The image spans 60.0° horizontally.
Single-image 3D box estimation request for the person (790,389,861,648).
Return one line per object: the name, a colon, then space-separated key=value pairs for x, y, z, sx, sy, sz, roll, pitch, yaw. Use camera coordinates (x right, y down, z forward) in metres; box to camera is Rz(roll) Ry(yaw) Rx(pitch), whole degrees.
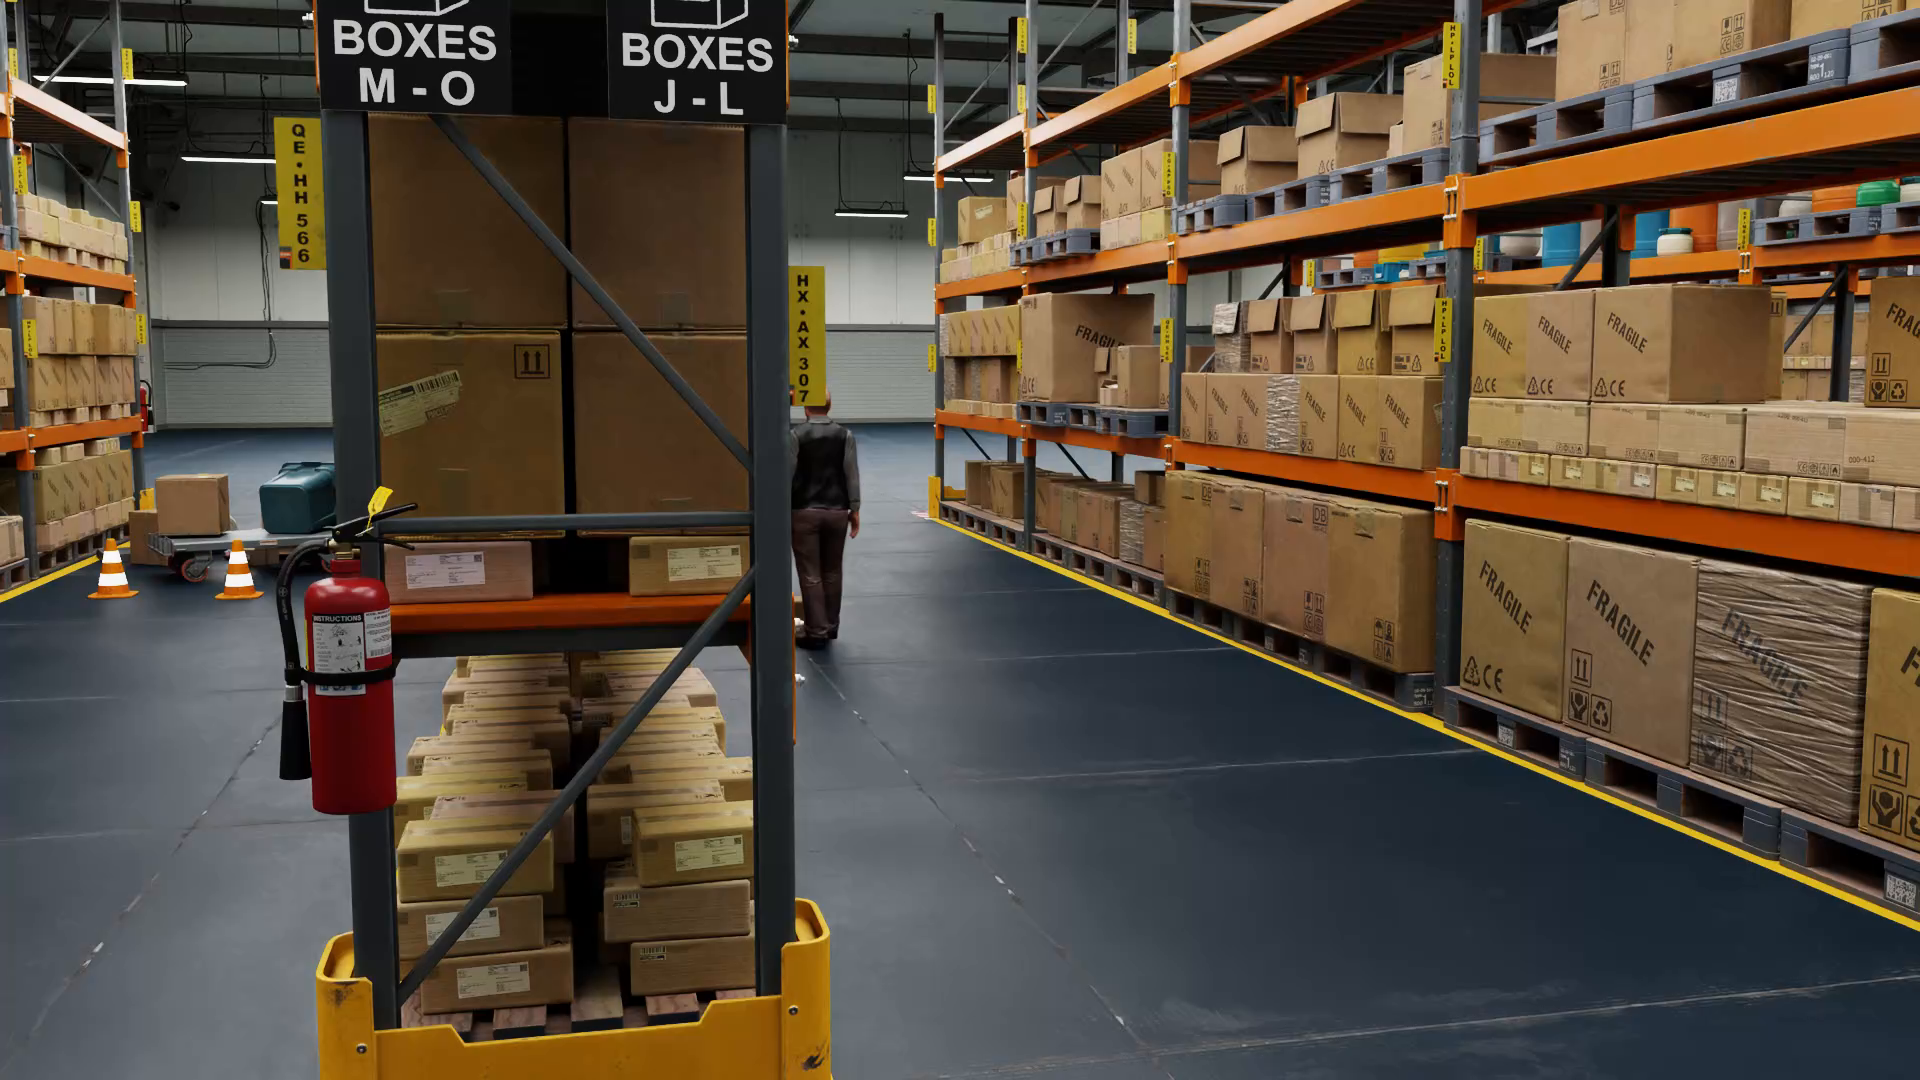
person: x=-0.991 y=-0.170 z=11.079 sx=0.563 sy=1.718 sz=0.626 roll=-3 pitch=7 yaw=-25
